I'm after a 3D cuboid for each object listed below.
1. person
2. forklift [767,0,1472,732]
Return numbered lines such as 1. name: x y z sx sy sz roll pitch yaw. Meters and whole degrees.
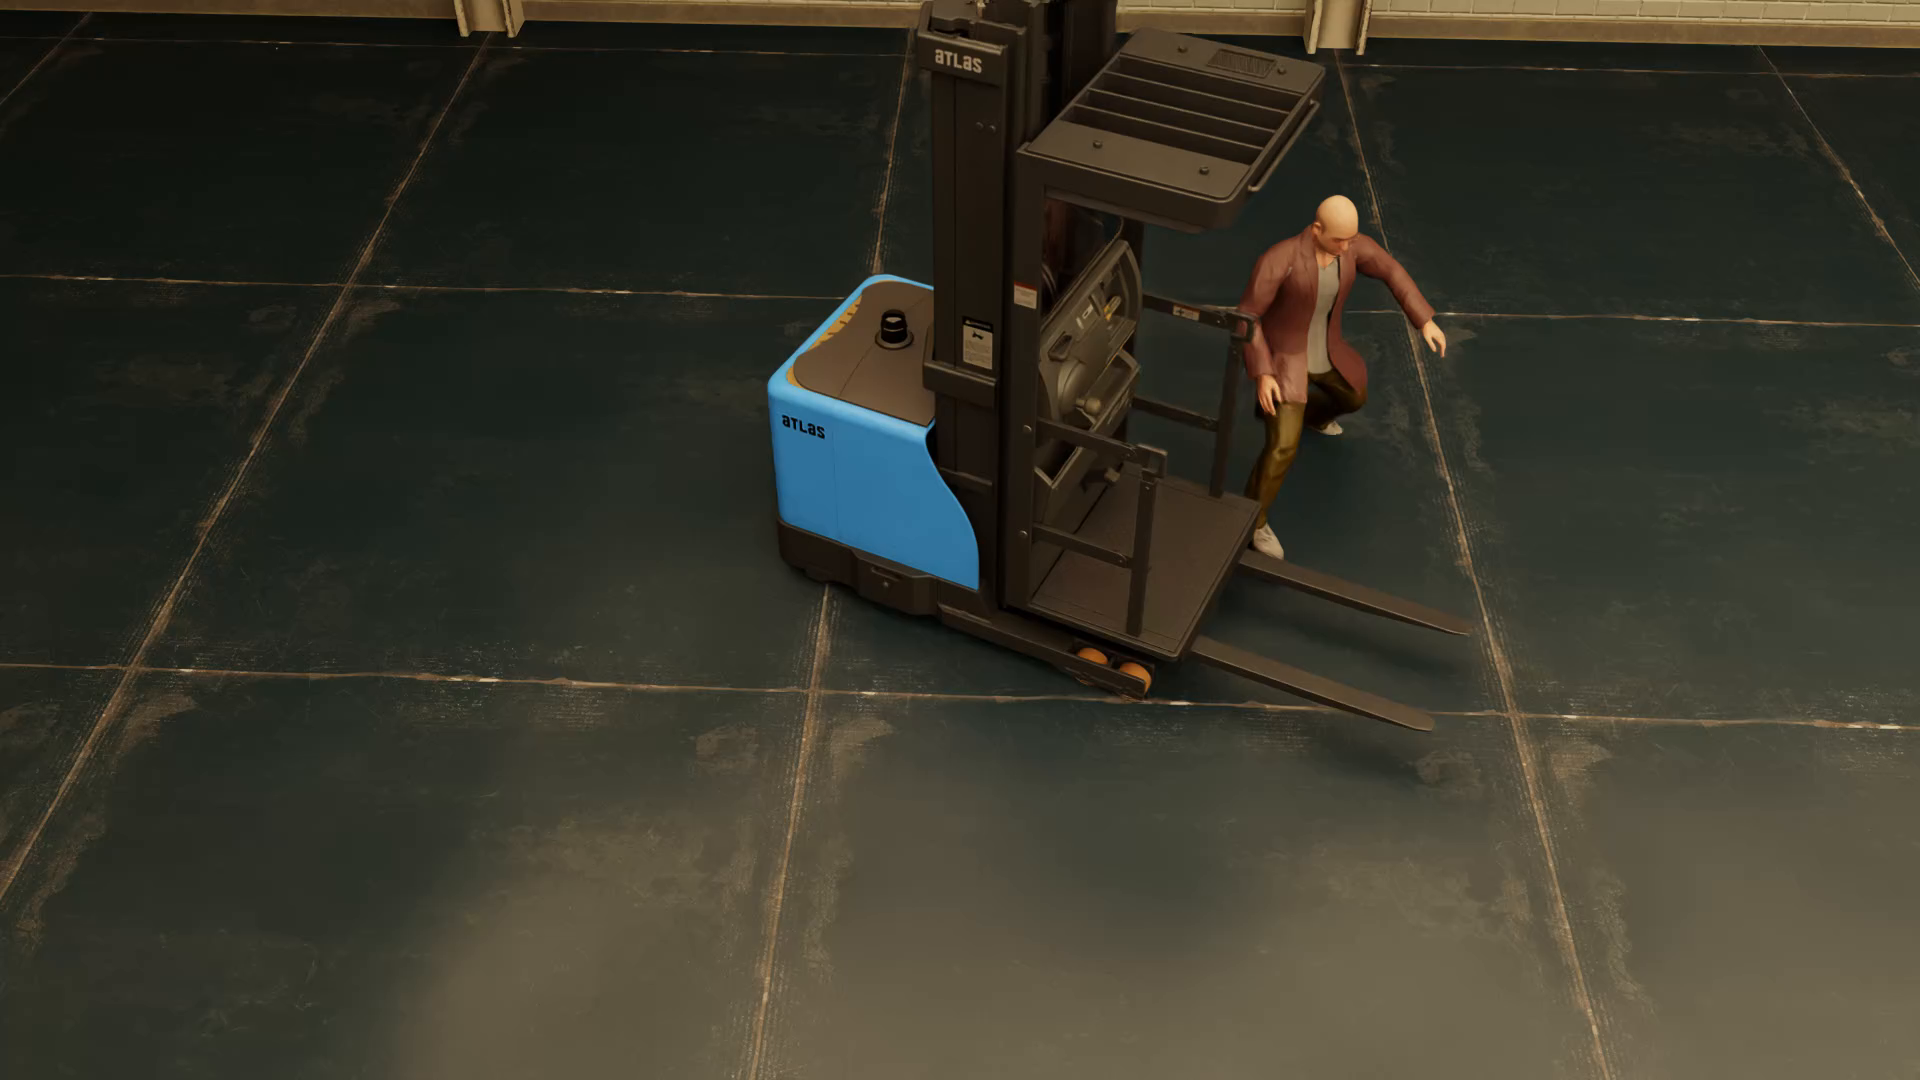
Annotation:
1. person: 1.679 -0.764 7.773 1.035 1.459 0.987 -17 45 -18
2. forklift: 0.711 -0.804 6.623 3.031 2.935 1.130 19 46 19
